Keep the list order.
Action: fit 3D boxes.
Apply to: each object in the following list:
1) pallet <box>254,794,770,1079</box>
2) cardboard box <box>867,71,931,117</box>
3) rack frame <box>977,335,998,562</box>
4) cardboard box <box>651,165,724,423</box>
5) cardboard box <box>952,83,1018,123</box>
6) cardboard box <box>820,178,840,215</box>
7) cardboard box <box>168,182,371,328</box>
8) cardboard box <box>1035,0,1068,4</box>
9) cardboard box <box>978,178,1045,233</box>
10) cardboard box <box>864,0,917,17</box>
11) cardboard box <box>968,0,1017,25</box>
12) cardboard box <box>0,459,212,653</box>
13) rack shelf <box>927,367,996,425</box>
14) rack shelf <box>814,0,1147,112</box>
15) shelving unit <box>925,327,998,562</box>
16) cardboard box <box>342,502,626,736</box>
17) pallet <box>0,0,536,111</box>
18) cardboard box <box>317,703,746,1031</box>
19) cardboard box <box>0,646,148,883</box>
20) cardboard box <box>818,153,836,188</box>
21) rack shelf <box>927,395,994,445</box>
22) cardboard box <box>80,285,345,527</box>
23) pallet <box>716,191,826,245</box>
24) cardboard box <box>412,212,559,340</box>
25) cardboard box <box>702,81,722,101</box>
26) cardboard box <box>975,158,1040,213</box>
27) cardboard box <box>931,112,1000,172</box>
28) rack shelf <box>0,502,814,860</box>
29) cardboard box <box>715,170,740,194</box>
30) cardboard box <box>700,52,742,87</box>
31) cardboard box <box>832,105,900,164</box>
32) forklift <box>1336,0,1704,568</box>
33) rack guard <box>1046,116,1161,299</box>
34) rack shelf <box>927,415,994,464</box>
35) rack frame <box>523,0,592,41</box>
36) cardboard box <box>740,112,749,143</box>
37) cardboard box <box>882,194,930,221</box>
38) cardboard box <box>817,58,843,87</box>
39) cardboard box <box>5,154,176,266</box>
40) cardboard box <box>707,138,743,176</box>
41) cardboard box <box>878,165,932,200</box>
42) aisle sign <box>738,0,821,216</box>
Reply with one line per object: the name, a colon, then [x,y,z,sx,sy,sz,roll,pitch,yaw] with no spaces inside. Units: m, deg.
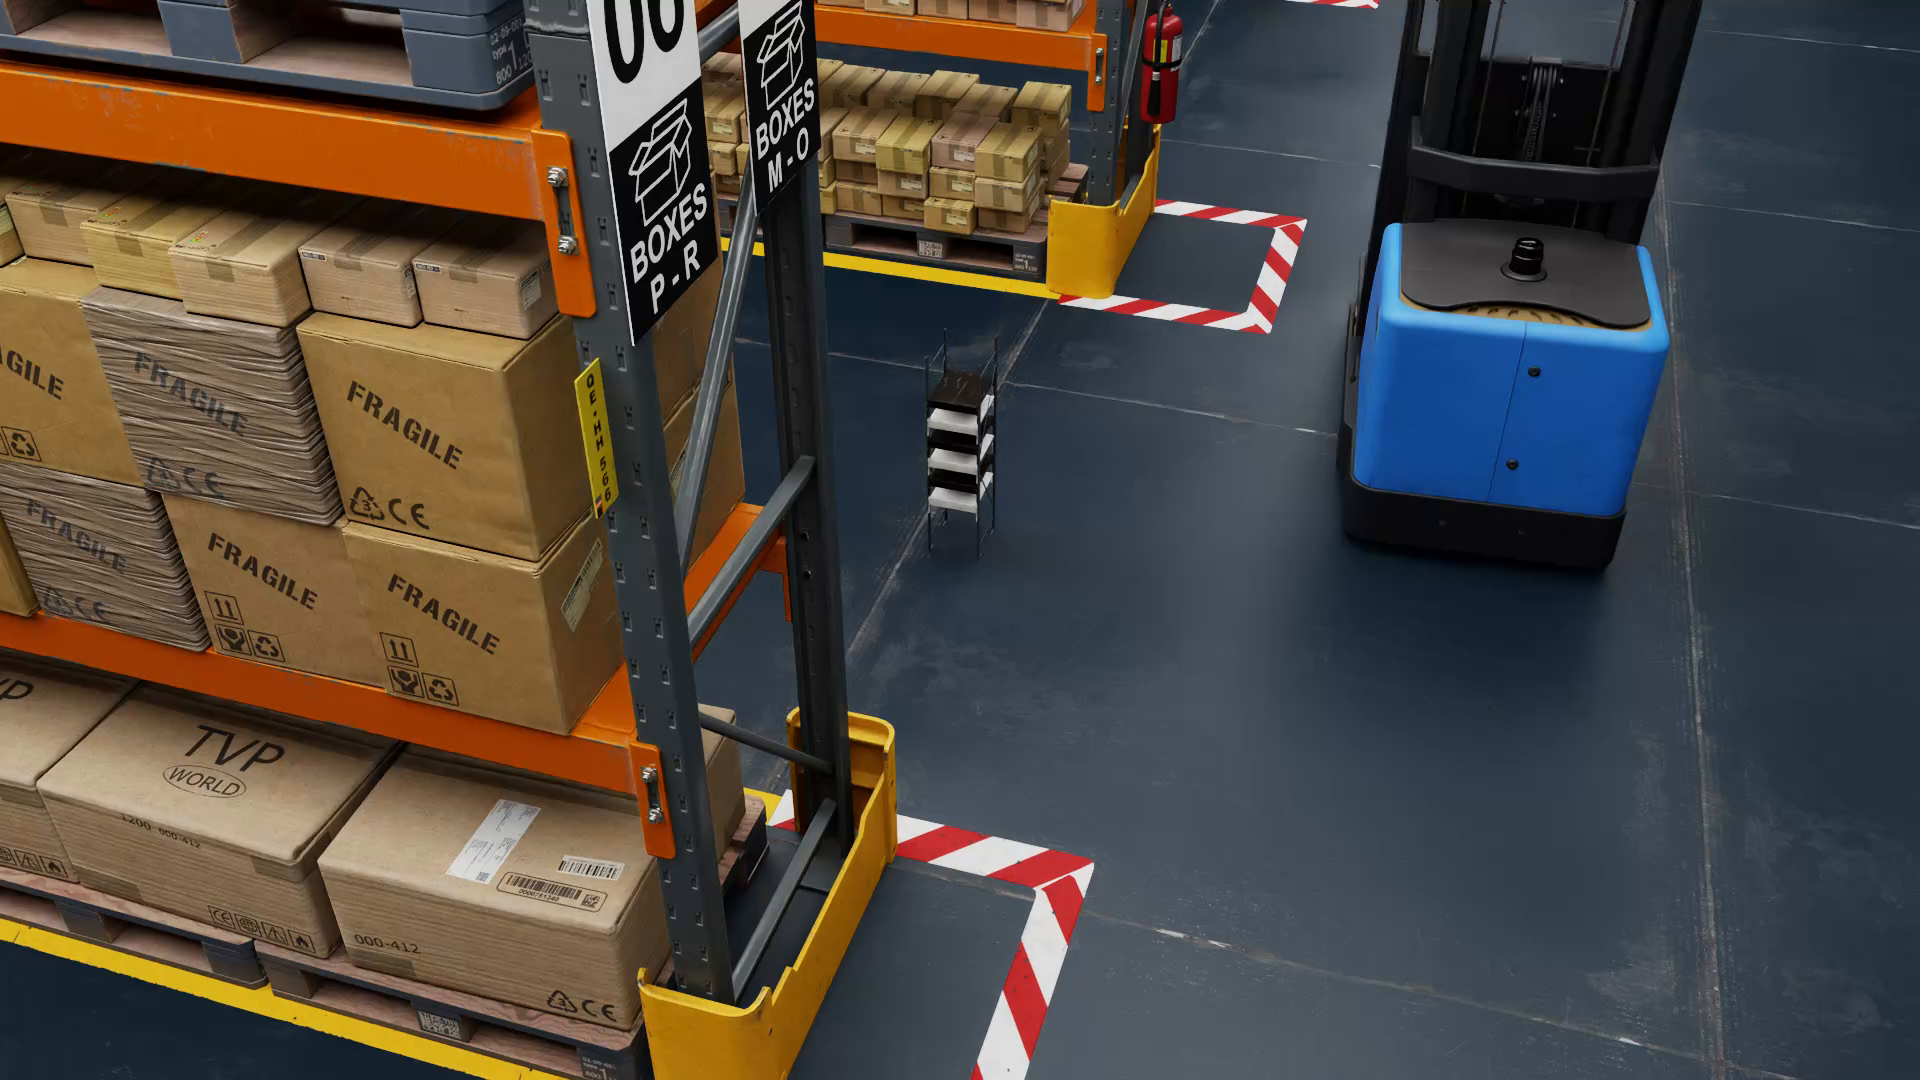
pallet: [-1.332,1.083,5.101,1.213,0.211,1.003,10,38,14]
cardboard box: [-0.328,-2.402,9.031,0.250,0.149,0.380,9,37,12]
rack frame: [0.105,-0.343,6.457,0.006,0.900,0.240,10,38,14]
cardboard box: [-0.919,-0.632,4.150,0.500,0.500,0.500,10,37,13]
cardboard box: [0.136,-2.288,8.877,0.250,0.149,0.380,11,38,15]
cardboard box: [-0.735,-1.887,8.834,0.250,0.149,0.380,9,37,12]
cardboard box: [-1.469,-0.627,3.596,0.250,0.149,0.380,10,38,13]
cardboard box: [0.328,-2.855,7.764,0.500,0.500,0.500,11,38,15]
cardboard box: [0.269,-1.758,8.658,0.250,0.149,0.380,11,38,15]
cardboard box: [-0.282,-2.691,8.088,0.250,0.149,0.380,11,38,15]
cardboard box: [0.212,-2.623,7.996,0.250,0.149,0.380,10,38,14]
cardboard box: [-2.054,-0.101,4.273,0.500,0.500,0.500,12,38,15]
rack shelf: [0.008,-0.552,6.341,0.200,0.077,0.258,10,38,14]
rack shelf: [-1.075,-2.825,8.665,4.000,0.370,1.077,10,38,14]
shelving unit: [0.008,-0.361,6.481,0.210,0.900,0.258,10,38,14]
cardboard box: [-1.085,0.081,4.025,0.500,0.500,0.500,11,38,14]
pallet: [-1.257,-1.241,3.449,1.213,0.211,1.003,10,38,14]
cardboard box: [-1.206,0.860,4.859,0.875,0.438,0.875,9,37,12]
cardboard box: [-2.942,0.542,5.290,0.875,0.438,0.875,9,37,13]
cardboard box: [-0.750,-2.009,8.749,0.250,0.149,0.380,11,38,15]
rack shelf: [0.008,-0.479,6.394,0.200,0.077,0.258,10,38,14]
cardboard box: [-1.585,-0.412,3.852,0.500,0.500,0.500,11,38,14]
pallet: [-1.164,-2.032,9.333,1.213,0.211,1.003,10,38,14]
cardboard box: [-0.948,-0.597,3.556,0.250,0.149,0.380,11,38,15]
cardboard box: [-1.457,-2.326,8.929,0.250,0.149,0.380,9,37,12]
cardboard box: [0.245,-1.834,8.511,0.250,0.149,0.380,10,37,13]
cardboard box: [0.030,-2.049,8.553,0.250,0.149,0.380,11,38,15]
rack shelf: [-2.455,-0.007,4.836,4.000,0.370,1.077,10,38,14]
cardboard box: [-1.208,-2.034,9.034,0.250,0.149,0.380,12,38,15]
cardboard box: [-1.300,-2.625,9.334,0.250,0.149,0.380,9,37,12]
cardboard box: [-0.483,-2.105,8.628,0.250,0.149,0.380,9,37,12]
forklift: [2.365,-1.943,6.917,1.130,2.935,3.031,8,37,10]
rack guard: [0.761,-1.768,8.731,0.348,0.500,1.175,10,38,14]
rack shelf: [0.008,-0.407,6.448,0.200,0.077,0.258,10,38,14]
rack frame: [-0.546,-2.359,2.364,0.127,3.000,1.000,10,38,14]
cardboard box: [-0.975,-2.230,8.798,0.250,0.149,0.380,9,37,12]
cardboard box: [-0.233,-1.841,8.772,0.250,0.149,0.380,10,38,14]
cardboard box: [-0.827,-2.528,9.204,0.250,0.149,0.380,11,38,15]
cardboard box: [-1.926,-0.781,3.805,0.250,0.149,0.380,10,38,13]
cardboard box: [-1.260,-2.098,8.870,0.250,0.149,0.380,11,38,14]
cardboard box: [-0.252,-1.925,8.635,0.250,0.149,0.380,9,37,12]
aisle sign: [-0.391,-1.141,3.577,0.004,0.787,0.394,10,38,14]
